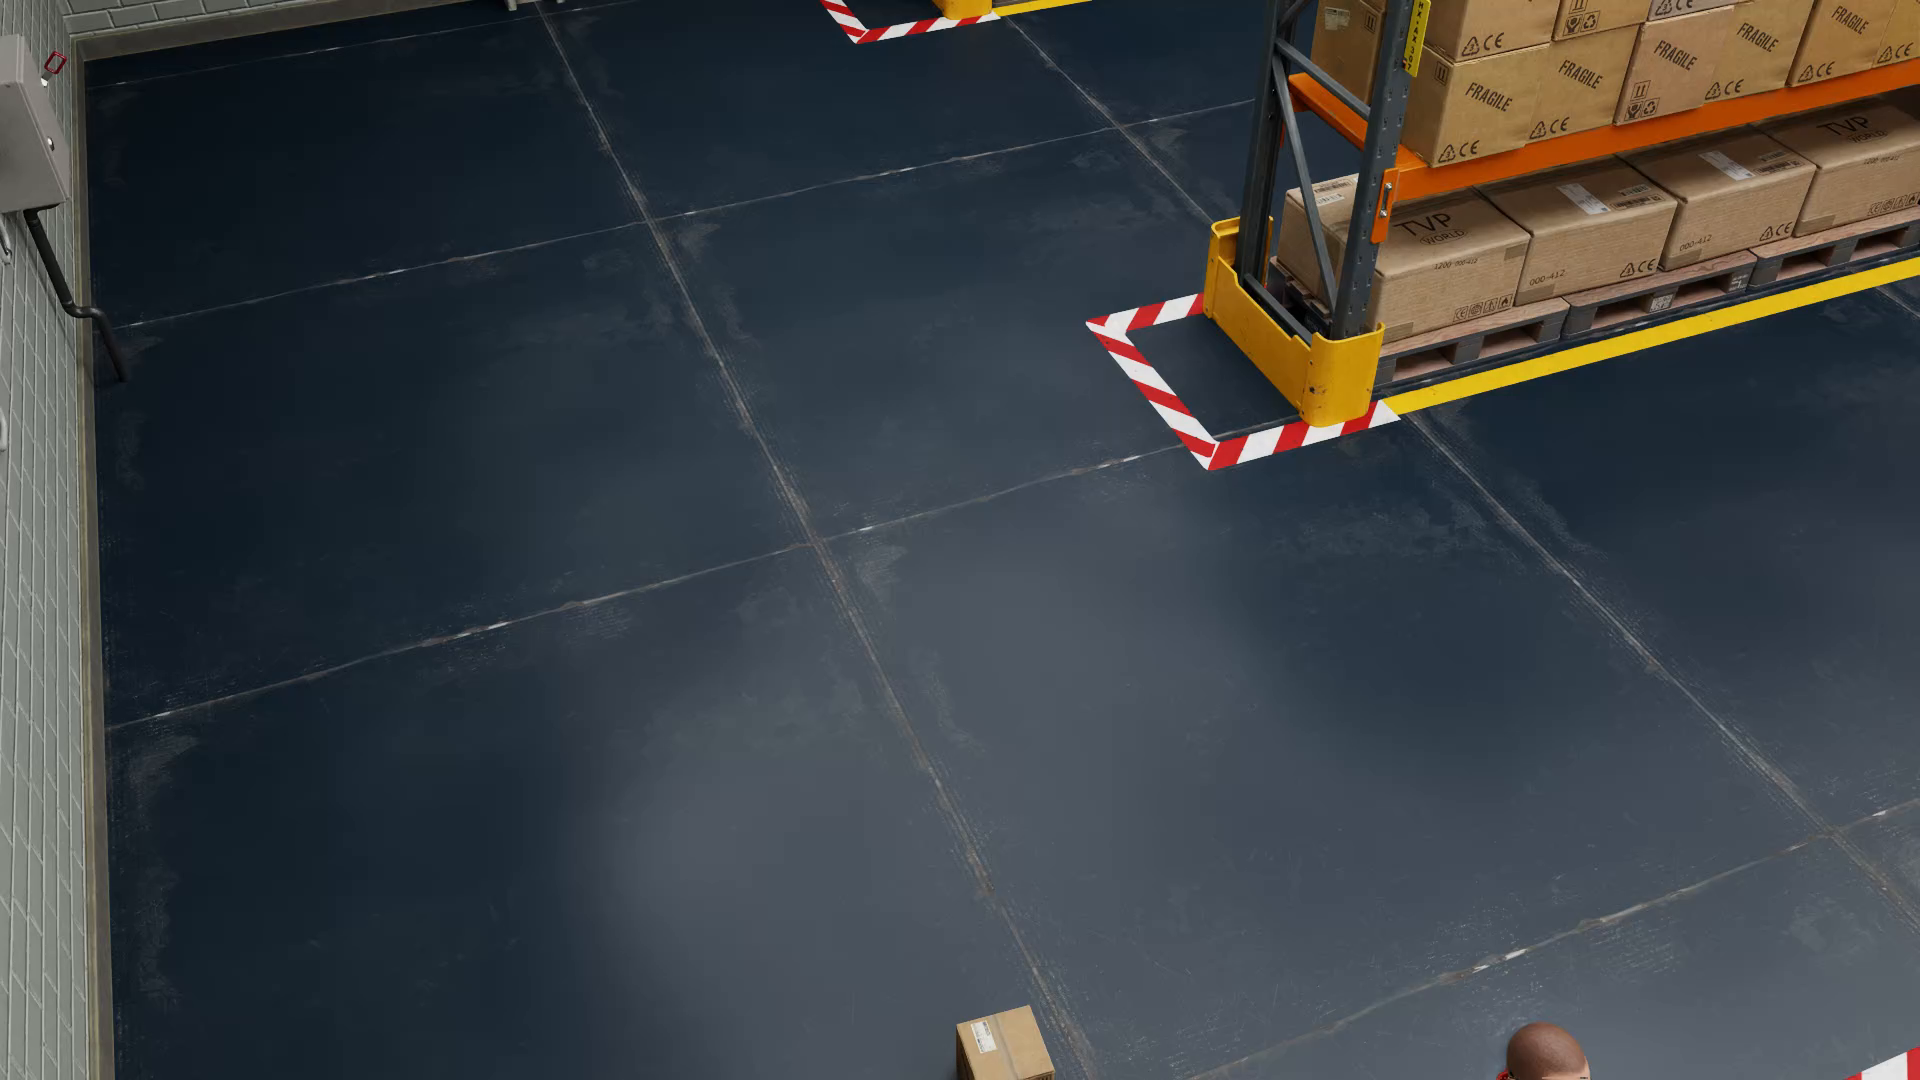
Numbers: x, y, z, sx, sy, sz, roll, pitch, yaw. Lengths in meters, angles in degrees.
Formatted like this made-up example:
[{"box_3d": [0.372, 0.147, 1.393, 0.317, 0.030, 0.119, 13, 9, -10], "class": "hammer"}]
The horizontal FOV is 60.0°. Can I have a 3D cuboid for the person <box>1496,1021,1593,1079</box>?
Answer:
[{"box_3d": [1.288, 1.754, 4.164, 0.539, 1.696, 0.694, -29, 49, -28], "class": "person"}]
